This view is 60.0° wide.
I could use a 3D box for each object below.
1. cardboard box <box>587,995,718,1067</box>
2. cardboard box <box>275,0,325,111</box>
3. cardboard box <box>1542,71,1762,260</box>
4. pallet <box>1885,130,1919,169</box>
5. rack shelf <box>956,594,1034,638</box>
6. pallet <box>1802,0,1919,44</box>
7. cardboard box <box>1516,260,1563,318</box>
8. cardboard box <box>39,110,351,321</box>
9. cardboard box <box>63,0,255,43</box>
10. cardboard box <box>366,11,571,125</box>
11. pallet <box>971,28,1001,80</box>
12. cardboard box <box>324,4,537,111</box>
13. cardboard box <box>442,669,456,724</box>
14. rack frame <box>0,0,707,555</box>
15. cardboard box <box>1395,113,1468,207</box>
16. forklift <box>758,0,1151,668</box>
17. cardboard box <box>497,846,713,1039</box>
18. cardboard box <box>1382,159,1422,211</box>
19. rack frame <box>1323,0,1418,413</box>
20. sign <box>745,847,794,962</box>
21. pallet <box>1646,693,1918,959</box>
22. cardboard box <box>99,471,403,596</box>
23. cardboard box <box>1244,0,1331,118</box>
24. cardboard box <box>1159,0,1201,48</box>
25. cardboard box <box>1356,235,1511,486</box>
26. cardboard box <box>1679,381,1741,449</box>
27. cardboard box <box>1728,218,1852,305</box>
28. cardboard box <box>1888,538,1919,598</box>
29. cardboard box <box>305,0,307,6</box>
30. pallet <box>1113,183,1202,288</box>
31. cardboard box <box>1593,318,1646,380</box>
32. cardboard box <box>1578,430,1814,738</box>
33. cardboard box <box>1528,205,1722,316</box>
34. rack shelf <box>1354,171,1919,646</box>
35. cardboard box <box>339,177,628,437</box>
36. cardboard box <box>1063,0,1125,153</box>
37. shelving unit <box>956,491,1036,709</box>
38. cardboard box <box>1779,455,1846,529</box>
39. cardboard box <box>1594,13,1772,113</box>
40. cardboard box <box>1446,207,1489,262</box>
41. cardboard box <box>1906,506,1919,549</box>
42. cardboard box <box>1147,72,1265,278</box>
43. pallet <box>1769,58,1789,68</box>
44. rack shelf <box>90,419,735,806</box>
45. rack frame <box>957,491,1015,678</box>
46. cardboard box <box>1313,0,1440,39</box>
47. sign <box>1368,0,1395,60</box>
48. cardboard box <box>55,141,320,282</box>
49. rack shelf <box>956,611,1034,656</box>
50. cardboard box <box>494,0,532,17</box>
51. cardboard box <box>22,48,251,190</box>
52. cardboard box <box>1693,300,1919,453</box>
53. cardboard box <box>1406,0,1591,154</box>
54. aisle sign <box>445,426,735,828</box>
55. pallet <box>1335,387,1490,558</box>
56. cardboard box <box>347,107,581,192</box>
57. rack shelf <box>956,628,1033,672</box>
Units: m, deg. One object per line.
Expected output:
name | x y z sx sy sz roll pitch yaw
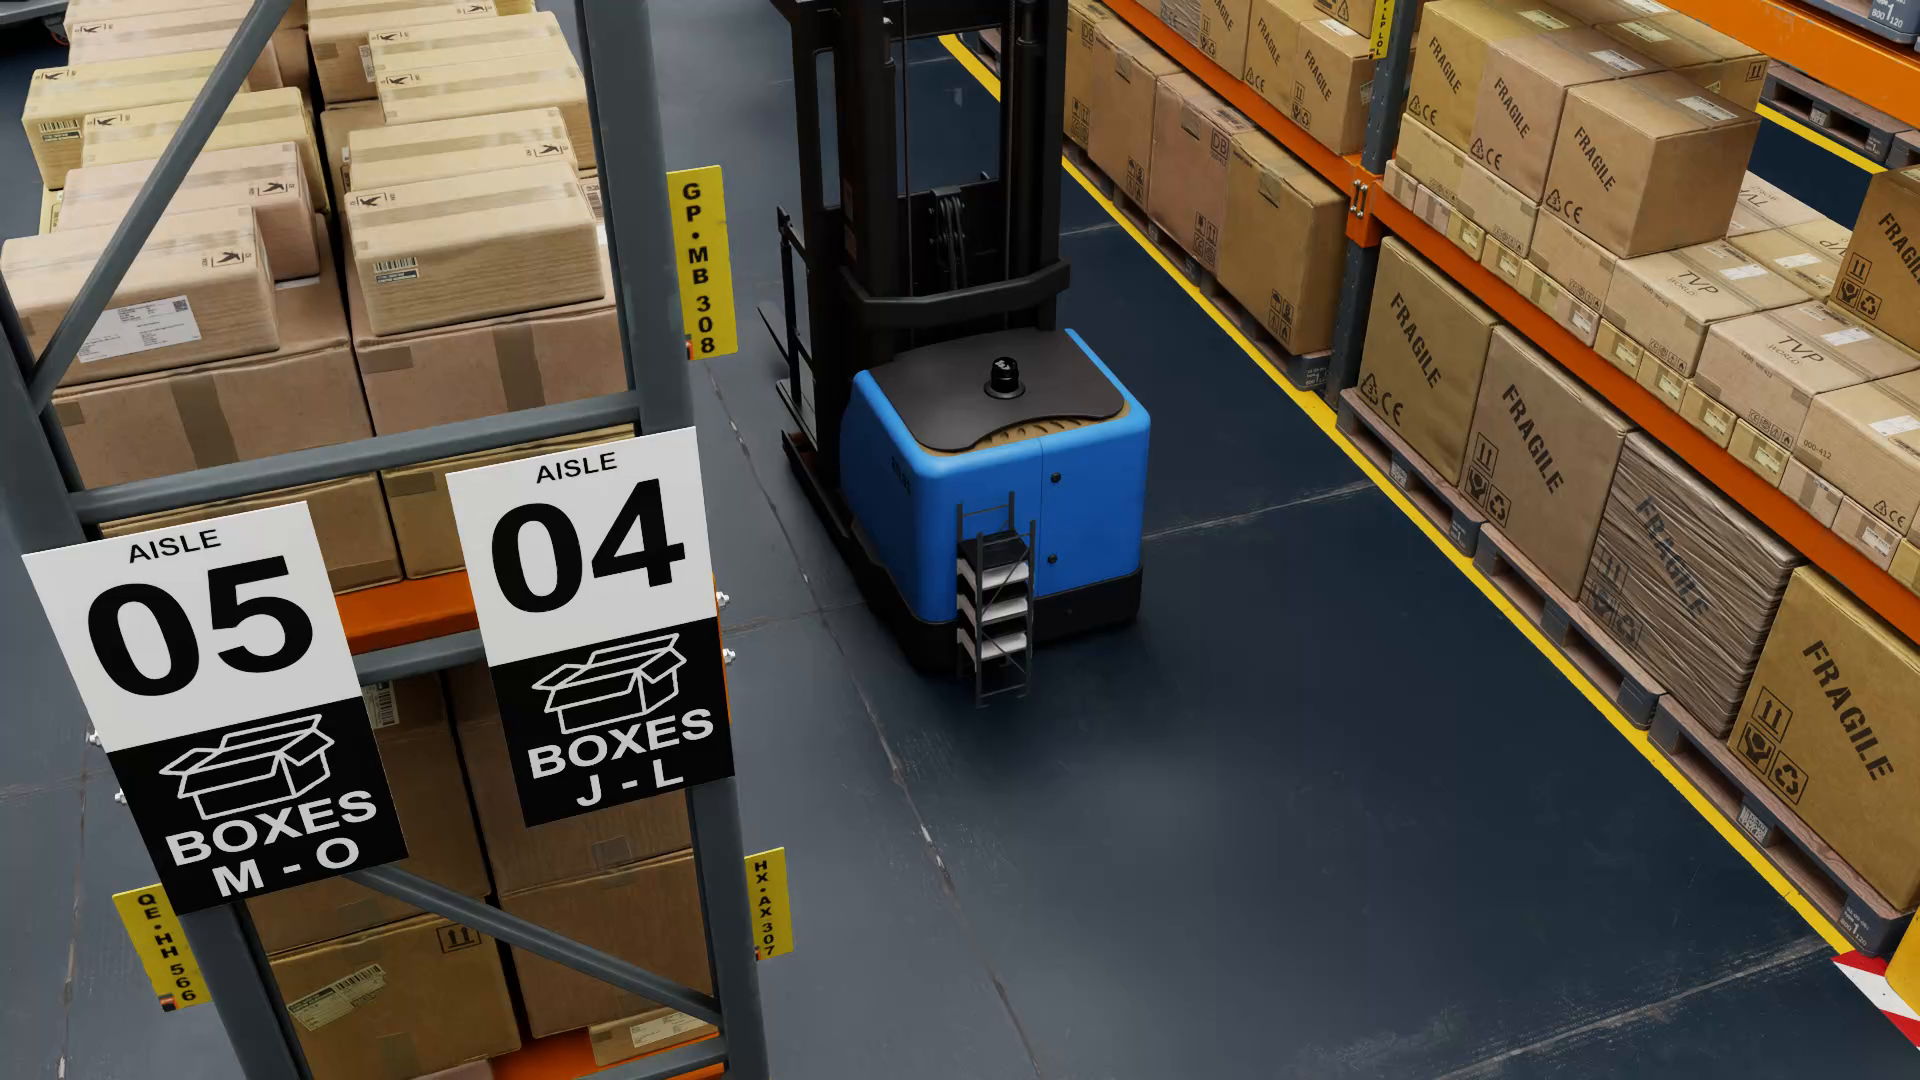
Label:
cardboard box | -0.723 1.081 4.030 0.380 0.149 0.250 -13 39 -16
cardboard box | -1.830 -1.180 4.039 0.500 0.250 0.500 -14 39 -18
cardboard box | 2.667 -1.460 6.449 0.500 0.500 0.500 -14 39 -17
pallet | 6.820 -2.354 10.699 1.003 0.211 1.213 -12 39 -16
rack shelf | 0.140 0.277 6.690 0.258 0.077 0.200 -13 39 -17
pallet | 3.084 -2.008 5.503 1.003 0.211 1.213 -12 39 -16
cardboard box | 2.548 -1.071 6.888 0.380 0.149 0.250 -13 39 -17
cardboard box | -1.494 -0.602 3.272 0.500 0.250 0.500 -13 39 -17
cardboard box | -1.720 -1.122 3.631 0.380 0.149 0.250 -12 39 -15
cardboard box | -0.995 -0.949 3.401 0.380 0.149 0.250 -12 39 -15
pallet | 0.752 -3.585 12.334 1.003 0.211 1.213 -12 39 -16
cardboard box | -1.169 -0.990 3.788 0.500 0.250 0.500 -12 39 -15
cardboard box | -1.484 0.181 3.856 0.500 0.500 0.500 -14 39 -17
rack frame | -0.919 -1.164 1.816 1.000 3.000 0.127 -12 39 -16
cardboard box | 2.312 -1.737 7.440 0.500 0.250 0.500 -13 39 -17
forklift | -0.233 -1.523 7.336 1.130 2.935 3.031 -13 39 -17
cardboard box | -0.814 0.762 3.914 0.500 0.500 0.500 -11 38 -14
cardboard box | 2.186 -1.661 7.671 0.380 0.149 0.250 -12 39 -16
rack frame | 2.396 -1.998 7.909 1.000 3.000 0.127 -12 39 -16
sign | -0.410 0.774 3.510 0.100 0.325 0.005 -12 39 -16
pallet | 3.424 0.940 6.326 1.003 0.211 1.213 -12 39 -16
cardboard box | -1.324 -0.108 3.032 0.500 0.250 0.500 -13 39 -17
cardboard box | 1.815 -2.526 8.527 0.500 0.500 0.500 -11 38 -15
cardboard box | 1.461 -3.104 9.294 0.500 0.500 0.500 -12 39 -16
cardboard box | 2.548 -0.927 7.905 0.875 0.875 0.875 -12 39 -16
cardboard box | 2.898 -0.494 6.121 0.380 0.149 0.250 -12 39 -16
cardboard box | 3.322 -0.994 6.454 0.500 0.250 0.500 -13 39 -17
cardboard box | 3.250 0.083 5.356 0.380 0.149 0.250 -12 39 -15
cardboard box | -1.546 -1.568 4.554 0.500 0.250 0.500 -11 38 -14
pallet | 1.636 -1.994 10.222 1.003 0.211 1.213 -12 39 -16
cardboard box | 2.724 -0.781 6.502 0.380 0.149 0.250 -14 39 -17
cardboard box | 3.164 0.084 6.562 0.875 0.875 0.875 -12 39 -16
cardboard box | 2.662 -1.163 6.679 0.500 0.250 0.500 -12 38 -15
rack shelf | 3.085 -0.580 6.625 1.077 0.370 4.000 -12 39 -16
cardboard box | -0.830 -0.413 3.022 0.500 0.250 0.500 -12 39 -15
cardboard box | 1.238 -3.182 10.898 1.225 0.875 0.875 -14 39 -18
shelving unit | 0.140 0.250 6.670 0.258 0.900 0.210 -13 39 -17
cardboard box | 3.079 -0.201 5.732 0.380 0.149 0.250 -12 39 -15
cardboard box | 2.974 -1.868 6.991 0.500 0.500 0.500 -12 39 -15
cardboard box | 2.367 -1.364 7.277 0.380 0.149 0.250 -11 38 -14
cardboard box | 3.357 -0.016 5.155 0.500 0.250 0.500 -13 39 -17
cardboard box | 1.849 -2.179 9.566 1.225 0.875 0.875 -14 39 -18
pallet | 5.981 -3.732 12.529 1.003 0.211 1.213 -12 39 -16
rack shelf | -1.607 -0.809 4.435 1.077 0.370 4.000 -12 39 -16
rack frame | 0.102 0.194 6.745 0.240 0.900 0.006 -13 39 -17
cardboard box | 2.169 -2.797 8.054 0.797 0.503 0.637 -13 39 -17
sign | 1.890 -2.311 7.428 0.100 0.325 0.005 -12 39 -16
cardboard box | -1.322 -0.547 2.868 0.380 0.149 0.250 -12 39 -15
rack shelf | 0.140 0.349 6.744 0.258 0.077 0.200 -13 39 -17
cardboard box | -1.185 -1.241 3.790 0.380 0.149 0.250 -11 38 -15
cardboard box | -1.584 -0.823 3.235 0.380 0.149 0.250 -12 39 -15
cardboard box | 3.007 -0.590 5.917 0.500 0.250 0.500 -14 39 -17
cardboard box | 2.321 -2.032 7.209 0.500 0.500 0.500 -12 39 -16
aisle sign | -0.612 0.173 2.867 0.394 0.787 0.004 -12 39 -16
pallet | 2.585 -0.438 8.156 1.003 0.211 1.213 -12 39 -16
cardboard box | -0.888 -0.643 2.995 0.380 0.149 0.250 -11 38 -14
rack shelf | 0.140 0.421 6.798 0.258 0.077 0.200 -13 39 -17
